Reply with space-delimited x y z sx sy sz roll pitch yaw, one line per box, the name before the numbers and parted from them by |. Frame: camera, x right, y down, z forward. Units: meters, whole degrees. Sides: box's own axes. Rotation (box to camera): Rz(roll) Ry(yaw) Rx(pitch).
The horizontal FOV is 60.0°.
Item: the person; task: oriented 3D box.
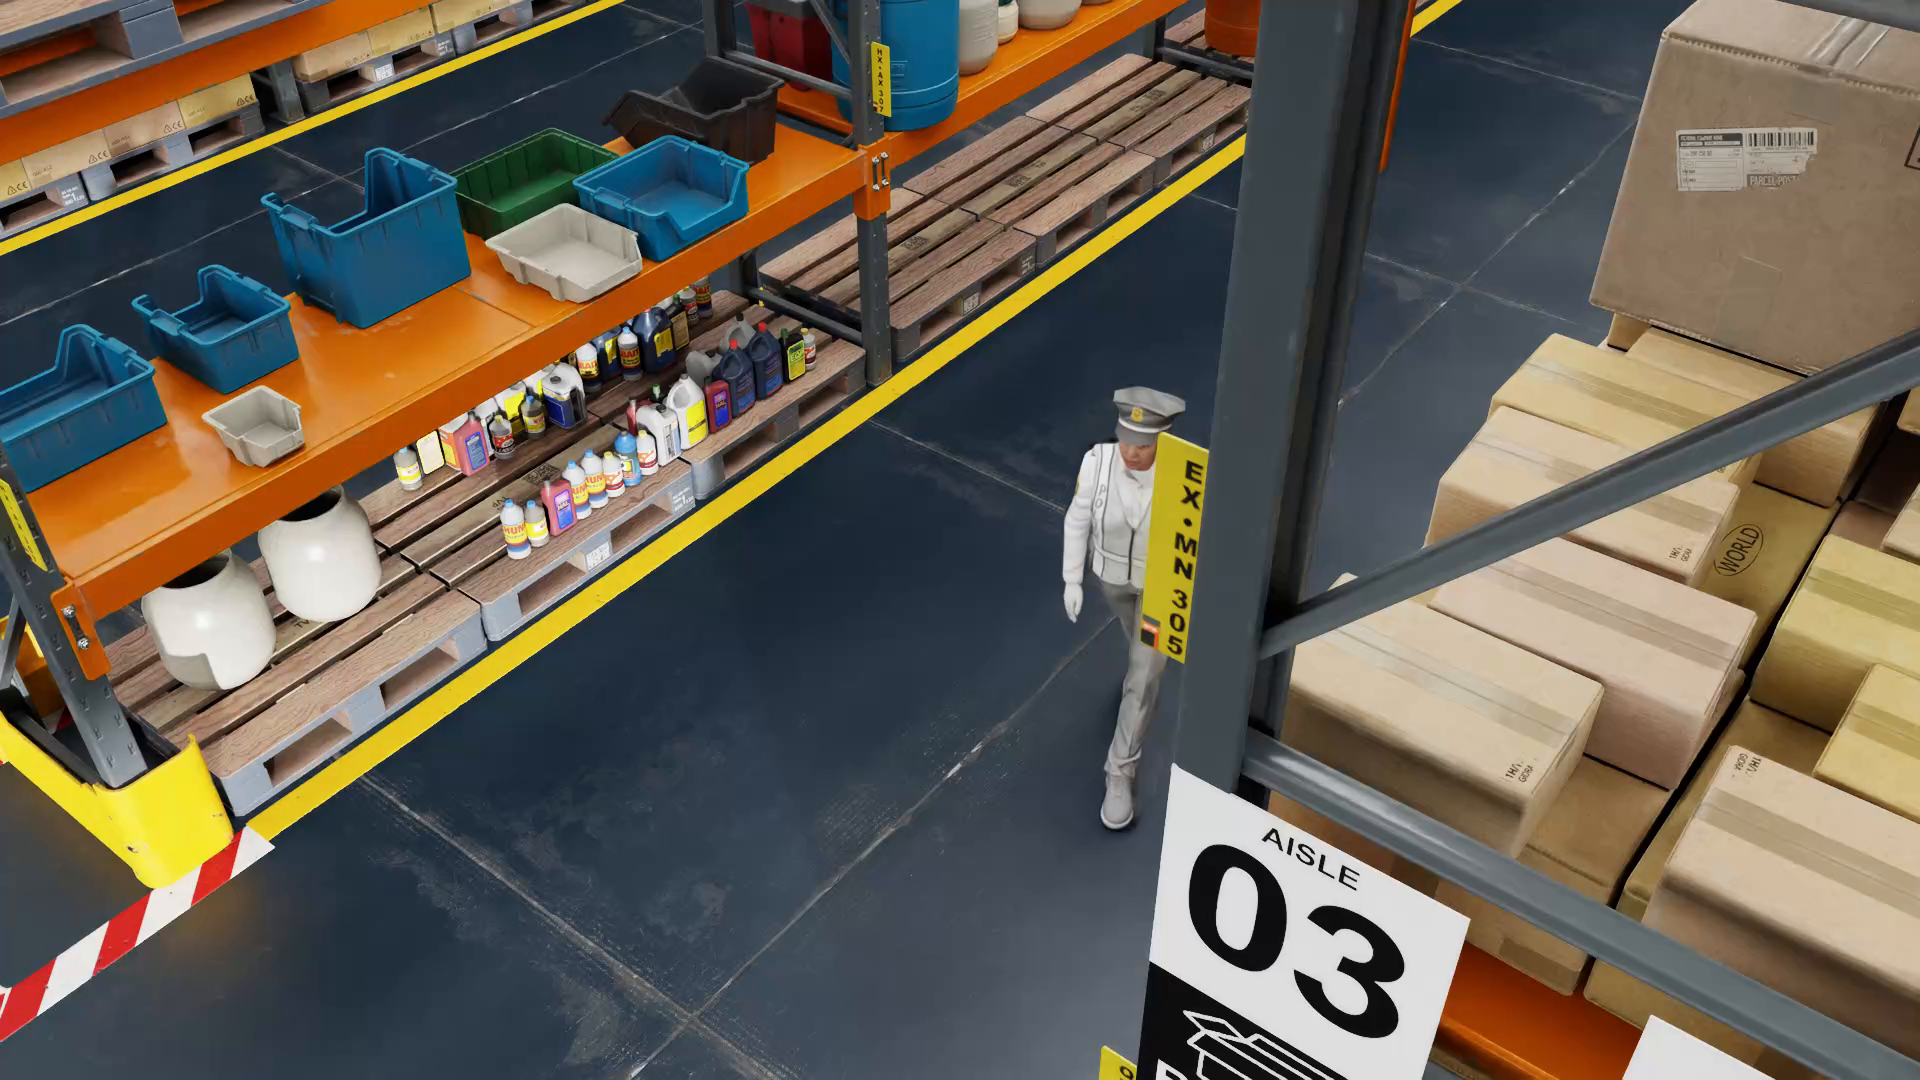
person | 0.611 0.131 5.965 0.514 1.617 0.963 15 41 17
